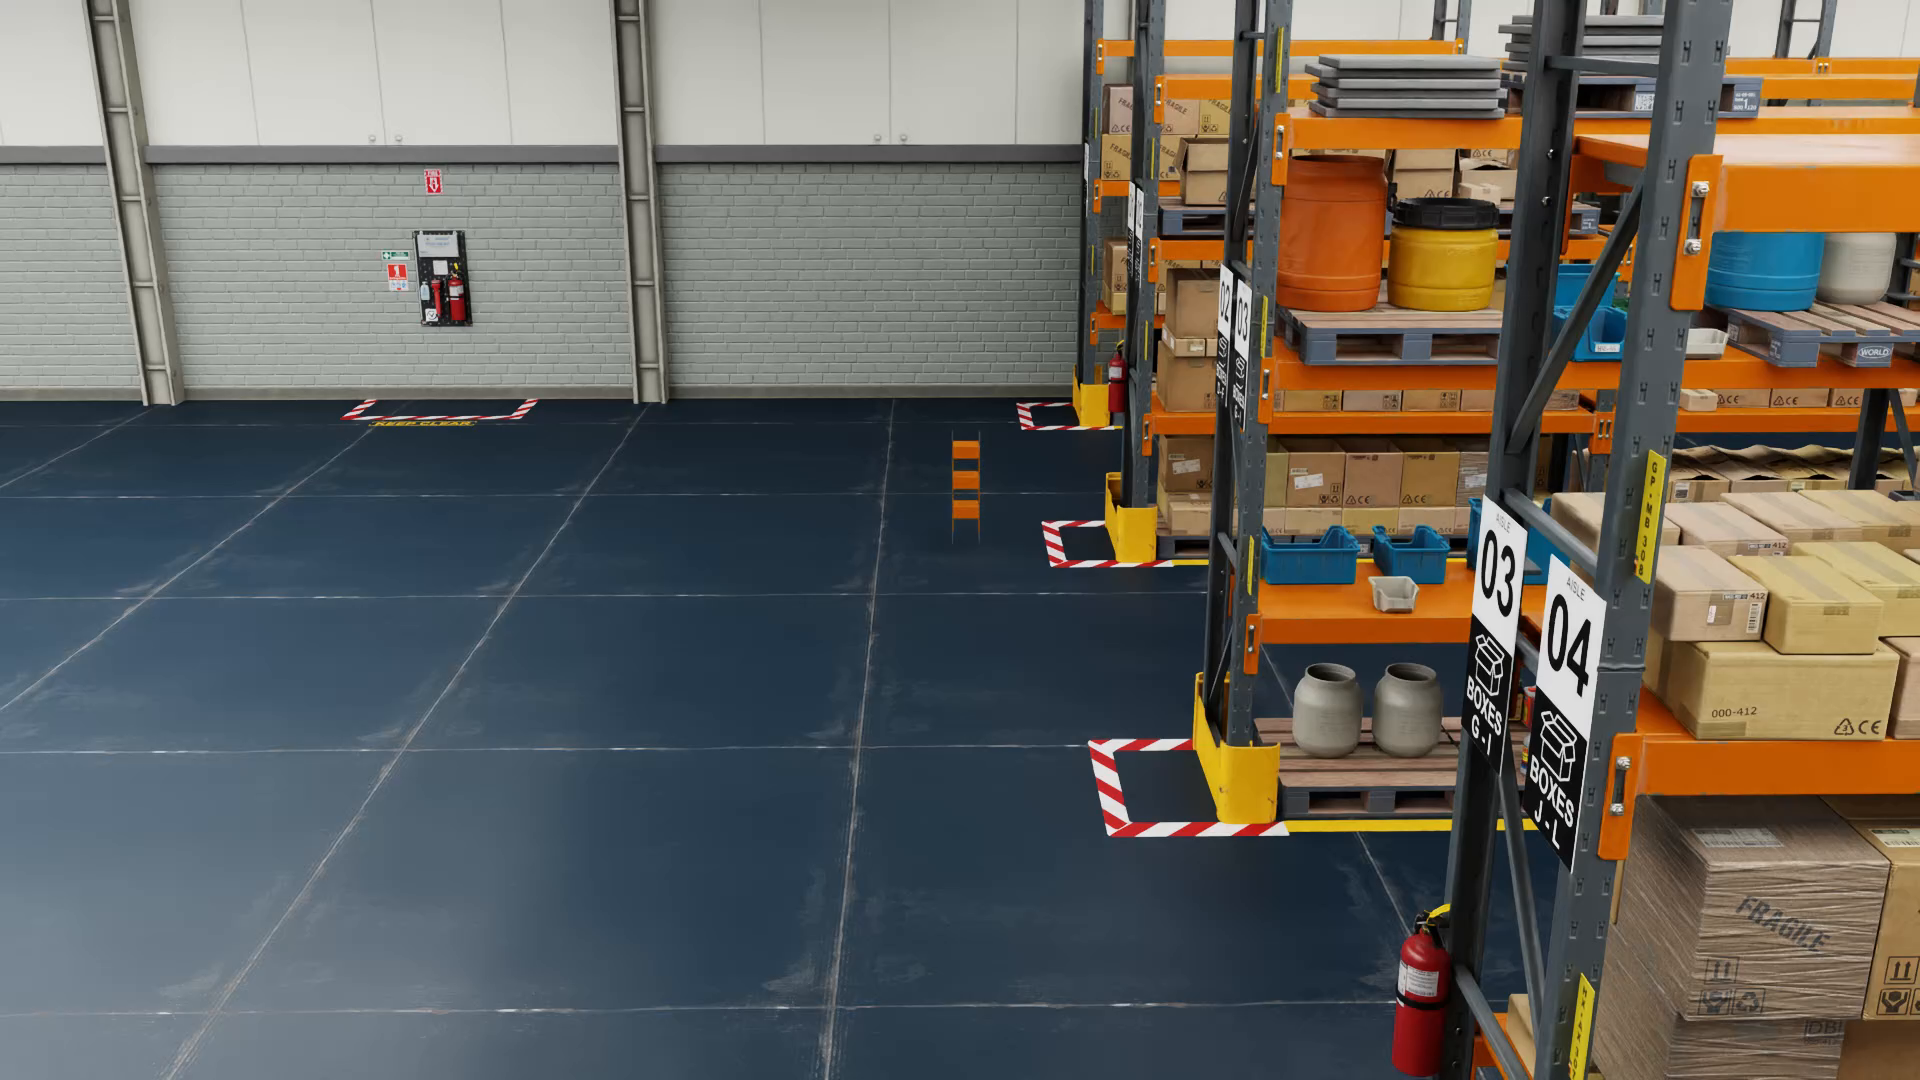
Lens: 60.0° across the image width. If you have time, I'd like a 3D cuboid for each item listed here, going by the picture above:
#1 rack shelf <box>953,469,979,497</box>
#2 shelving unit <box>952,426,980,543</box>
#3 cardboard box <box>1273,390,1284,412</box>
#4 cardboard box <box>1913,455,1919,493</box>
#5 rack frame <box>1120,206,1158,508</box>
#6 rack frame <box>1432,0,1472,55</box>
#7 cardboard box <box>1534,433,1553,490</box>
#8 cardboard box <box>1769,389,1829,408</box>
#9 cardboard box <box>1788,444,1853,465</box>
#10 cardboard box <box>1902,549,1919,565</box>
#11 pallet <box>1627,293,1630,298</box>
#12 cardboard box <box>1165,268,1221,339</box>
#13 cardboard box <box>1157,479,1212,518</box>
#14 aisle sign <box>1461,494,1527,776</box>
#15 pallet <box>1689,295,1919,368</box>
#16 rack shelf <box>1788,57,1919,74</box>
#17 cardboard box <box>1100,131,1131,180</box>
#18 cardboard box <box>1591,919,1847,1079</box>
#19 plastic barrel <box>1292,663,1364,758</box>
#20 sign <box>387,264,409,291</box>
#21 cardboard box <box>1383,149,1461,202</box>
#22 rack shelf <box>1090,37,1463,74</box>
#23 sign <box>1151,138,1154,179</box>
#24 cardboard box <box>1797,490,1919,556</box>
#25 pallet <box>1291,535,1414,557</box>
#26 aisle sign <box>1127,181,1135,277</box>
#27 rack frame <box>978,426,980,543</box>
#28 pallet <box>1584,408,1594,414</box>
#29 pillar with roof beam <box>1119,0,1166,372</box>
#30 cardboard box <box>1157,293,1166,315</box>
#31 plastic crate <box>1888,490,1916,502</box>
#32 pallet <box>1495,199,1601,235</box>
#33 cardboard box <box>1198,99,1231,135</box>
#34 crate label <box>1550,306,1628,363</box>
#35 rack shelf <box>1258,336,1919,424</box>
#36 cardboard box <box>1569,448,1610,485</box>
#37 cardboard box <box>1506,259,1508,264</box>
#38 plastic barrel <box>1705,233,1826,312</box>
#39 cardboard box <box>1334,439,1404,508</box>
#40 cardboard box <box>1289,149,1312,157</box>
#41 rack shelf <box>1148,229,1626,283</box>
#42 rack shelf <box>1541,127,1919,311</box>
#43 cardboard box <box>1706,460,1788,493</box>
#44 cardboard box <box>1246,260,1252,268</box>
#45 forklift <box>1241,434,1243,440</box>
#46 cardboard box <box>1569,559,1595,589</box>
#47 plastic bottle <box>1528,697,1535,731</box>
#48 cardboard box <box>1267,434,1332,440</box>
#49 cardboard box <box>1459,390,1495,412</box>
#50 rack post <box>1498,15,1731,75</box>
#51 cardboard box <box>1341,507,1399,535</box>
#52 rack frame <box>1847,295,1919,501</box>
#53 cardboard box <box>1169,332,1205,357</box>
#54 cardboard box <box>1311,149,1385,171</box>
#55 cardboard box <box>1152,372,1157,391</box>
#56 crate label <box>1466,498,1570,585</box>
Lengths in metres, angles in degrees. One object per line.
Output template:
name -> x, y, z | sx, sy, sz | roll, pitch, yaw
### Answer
rack shelf -> 0.053, -0.490, 15.094 | 0.240, 0.259, 0.215 | 0, 18, -1
shelving unit -> 0.053, -0.500, 15.090 | 0.252, 1.050, 0.215 | 0, 18, -1
cardboard box -> 2.562, -1.455, 14.711 | 0.500, 0.500, 0.700 | 0, 18, 1
cardboard box -> 3.268, -0.320, 4.956 | 0.500, 0.500, 0.500 | 0, 18, -1
rack frame -> 1.570, -1.405, 14.719 | 0.127, 3.000, 1.000 | 0, 18, -1
rack frame -> 5.488, -5.794, 18.579 | 0.127, 3.000, 1.000 | 0, 18, -1
cardboard box -> 5.101, -0.765, 15.312 | 0.500, 0.500, 0.500 | 0, 18, -1
cardboard box -> 7.365, -1.476, 14.775 | 0.500, 0.500, 0.500 | 0, 18, -1
cardboard box -> 8.006, -0.682, 15.360 | 0.500, 0.311, 0.500 | -1, 18, -2
cardboard box -> 2.786, 0.153, 4.544 | 0.250, 0.149, 0.380 | 0, 18, 1
pallet -> 7.508, -2.843, 19.516 | 1.213, 0.211, 1.003 | 0, 18, -1
cardboard box -> 2.090, -2.069, 14.501 | 0.500, 0.500, 0.700 | 0, 18, -1
cardboard box -> 2.101, -0.388, 15.364 | 0.500, 0.250, 0.500 | 0, 18, -1
aisle sign -> 1.656, 0.291, 5.175 | 0.004, 0.787, 0.394 | 0, 18, -1
pallet -> 4.924, -1.216, 9.530 | 1.003, 0.211, 1.213 | 0, 18, -1
rack shelf -> 11.487, -5.290, 18.840 | 4.000, 0.370, 1.077 | 0, 18, -1
cardboard box -> 1.826, -4.329, 18.726 | 0.500, 0.500, 0.500 | 0, 18, 1
cardboard box -> 2.273, 1.437, 5.209 | 0.500, 0.500, 0.875 | 0, 18, -1
plastic barrel -> 2.301, 1.066, 10.401 | 0.421, 0.512, 0.421 | 0, 18, 0
sign -> -6.851, -3.202, 20.263 | 0.234, 0.329, 0.001 | 0, 18, -1
cardboard box -> 3.921, -3.199, 14.315 | 0.637, 0.503, 0.797 | 2, 18, 5
rack shelf -> 3.488, -5.440, 18.659 | 4.000, 0.370, 1.077 | 0, 18, -1
sign -> 1.573, -3.118, 13.587 | 0.005, 0.325, 0.100 | 0, 18, -1
cardboard box -> 2.780, -0.031, 5.119 | 0.250, 0.149, 0.380 | 0, 18, -1
pallet -> 3.551, -0.099, 15.212 | 1.213, 0.211, 1.003 | 0, 18, -1
aisle sign -> 1.500, -2.732, 14.600 | 0.004, 0.787, 0.394 | 0, 18, -1
rack frame -> 0.175, -0.501, 15.092 | 0.008, 1.050, 0.200 | 0, 18, -1
pallet -> 7.489, -1.620, 19.956 | 1.213, 0.211, 1.003 | 0, 18, -1
pillar with roof beam -> 2.242, -4.727, 15.254 | 0.400, 9.000, 9.100 | 0, 18, -1
cardboard box -> 2.500, -2.768, 19.182 | 0.500, 0.250, 0.500 | -1, 18, -3
plastic crate -> 6.123, -0.038, 10.352 | 0.583, 0.464, 0.402 | 0, 18, -1
pallet -> 4.717, -2.798, 14.297 | 1.213, 0.211, 1.003 | 0, 18, -1
cardboard box -> 2.892, -4.800, 18.558 | 0.500, 0.500, 0.500 | 0, 18, 1
crate label -> 3.521, -1.158, 9.281 | 0.408, 0.251, 0.502 | 0, 18, -1
rack shelf -> 3.644, -0.987, 9.685 | 4.000, 0.370, 1.077 | 0, 18, -1
cardboard box -> 5.970, -0.671, 15.328 | 0.500, 0.311, 0.500 | 0, 18, -1
cardboard box -> 6.556, -3.187, 19.390 | 0.500, 0.500, 0.700 | 2, 18, 5
plastic barrel -> 4.647, -1.806, 9.551 | 0.708, 0.901, 0.600 | 0, 18, -1
cardboard box -> 3.610, -0.594, 14.777 | 0.500, 0.500, 0.500 | 0, 18, -1
cardboard box -> 3.927, -4.332, 18.736 | 0.500, 0.500, 0.500 | -1, 18, -3
rack shelf -> 3.570, -2.500, 14.401 | 4.000, 0.370, 1.077 | 0, 18, -1
rack shelf -> 3.722, -0.901, 4.511 | 4.000, 0.370, 1.077 | 0, 18, -1
cardboard box -> 7.005, -0.512, 14.830 | 0.500, 0.311, 0.500 | -1, 18, -3
cardboard box -> 3.497, -3.130, 19.080 | 0.500, 0.500, 0.500 | 0, 18, 1
forklift -> 4.036, -2.181, 17.249 | 3.031, 2.935, 1.130 | -6, 19, -19
cardboard box -> 2.201, 0.184, 5.101 | 0.500, 0.250, 0.500 | 0, 18, 0
plastic bottle -> 3.729, 1.089, 10.672 | 0.133, 0.283, 0.061 | 0, 18, -1
cardboard box -> 3.101, -0.755, 15.281 | 0.500, 0.500, 0.500 | 0, 18, -1
cardboard box -> 4.599, -1.463, 14.737 | 0.500, 0.500, 0.700 | 0, 18, -1
rack post -> 3.581, -2.732, 9.157 | 0.954, 0.300, 0.937 | -1, 18, -2
cardboard box -> 3.610, -0.237, 14.892 | 0.500, 0.250, 0.500 | 0, 18, -1
rack frame -> 5.644, 0.089, 10.063 | 0.127, 3.000, 1.000 | 0, 18, -1
cardboard box -> 1.966, -1.698, 14.405 | 0.250, 0.149, 0.380 | 0, 18, -1
cardboard box -> 3.235, -3.072, 13.925 | 0.500, 0.500, 0.500 | 0, 18, -1
cardboard box -> 2.181, -1.823, 19.703 | 0.500, 0.311, 0.500 | -2, 18, -7
crate label -> 3.480, 0.000, 10.283 | 0.616, 0.435, 0.502 | 0, 18, -1
